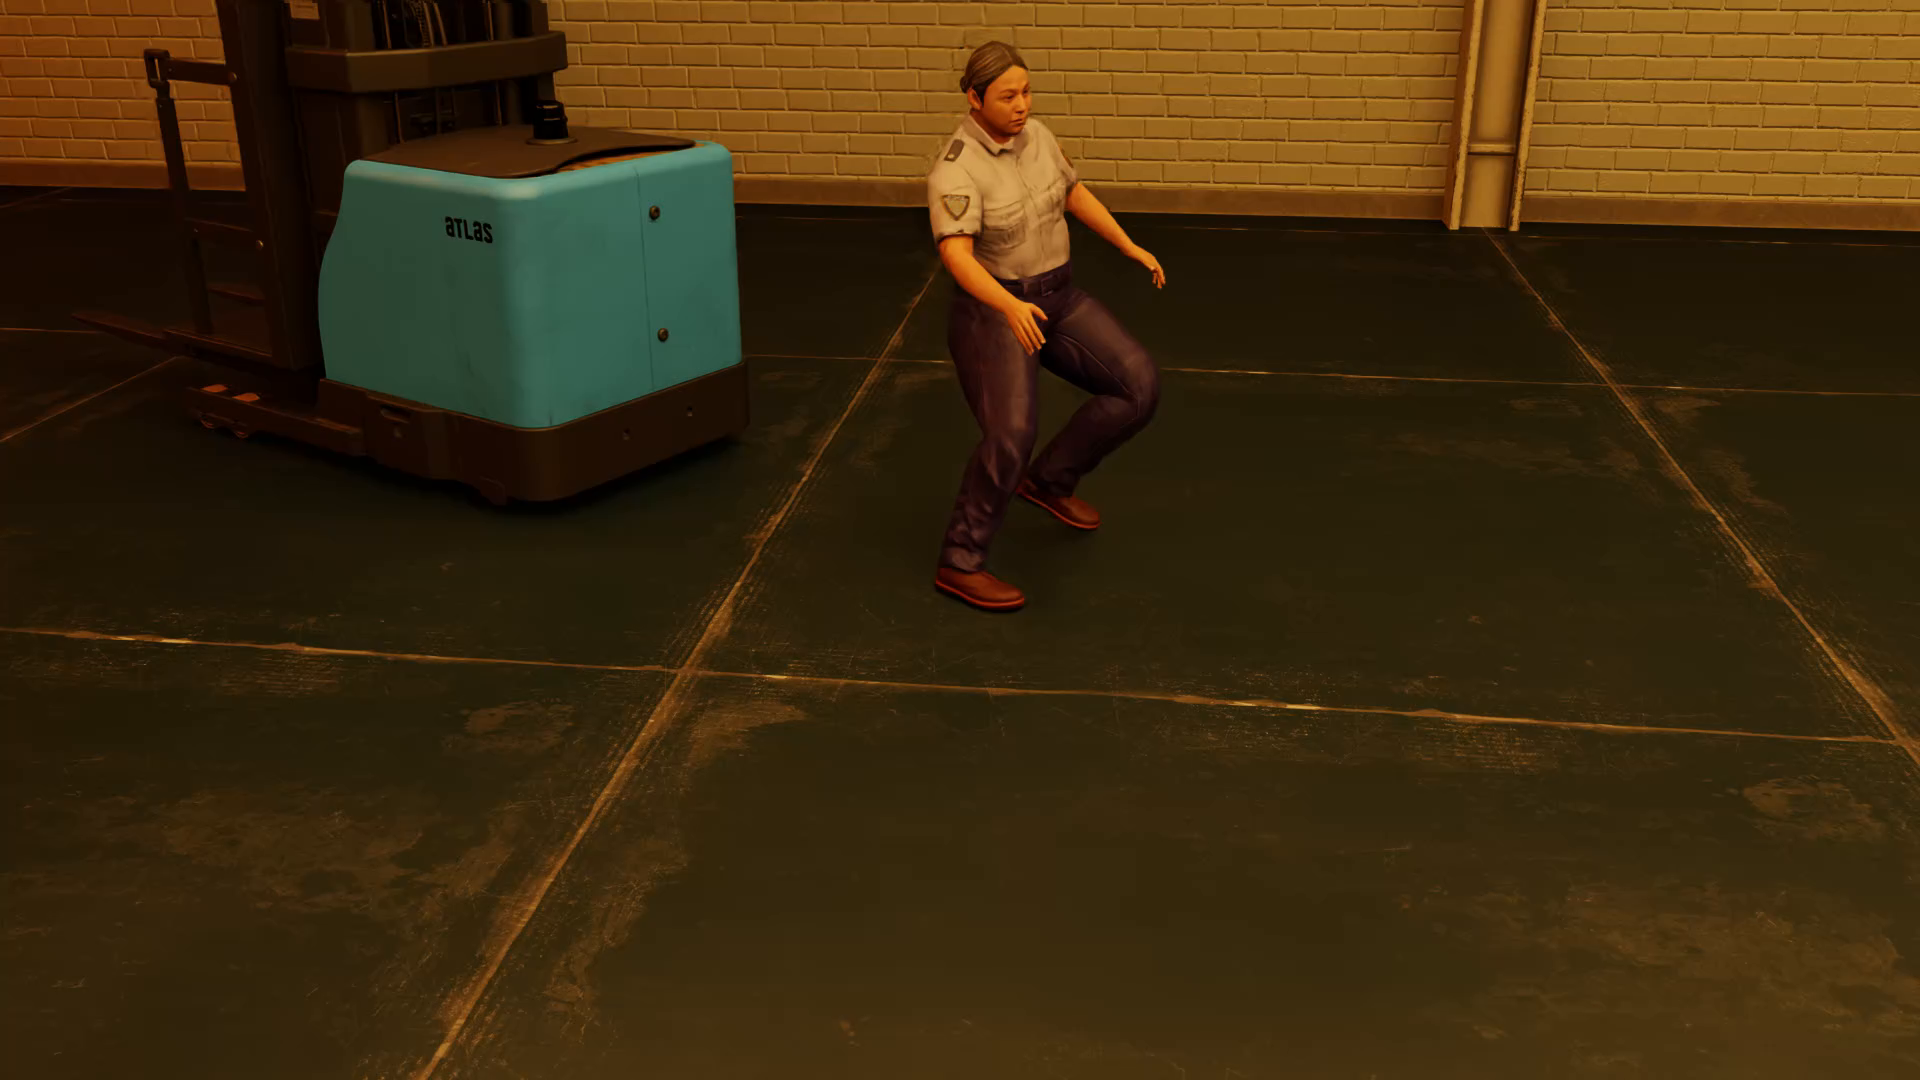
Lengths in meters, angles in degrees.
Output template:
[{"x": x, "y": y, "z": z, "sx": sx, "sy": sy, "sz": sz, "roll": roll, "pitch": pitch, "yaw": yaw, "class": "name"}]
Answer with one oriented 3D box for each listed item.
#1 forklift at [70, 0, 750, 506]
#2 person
[{"x": -2.266, "y": -1.878, "z": 5.918, "sx": 3.031, "sy": 2.935, "sz": 1.130, "roll": 14, "pitch": 26, "yaw": 32, "class": "forklift"}, {"x": 0.234, "y": -0.639, "z": 4.751, "sx": 0.784, "sy": 1.500, "sz": 0.629, "roll": -20, "pitch": 29, "yaw": -40, "class": "person"}]
